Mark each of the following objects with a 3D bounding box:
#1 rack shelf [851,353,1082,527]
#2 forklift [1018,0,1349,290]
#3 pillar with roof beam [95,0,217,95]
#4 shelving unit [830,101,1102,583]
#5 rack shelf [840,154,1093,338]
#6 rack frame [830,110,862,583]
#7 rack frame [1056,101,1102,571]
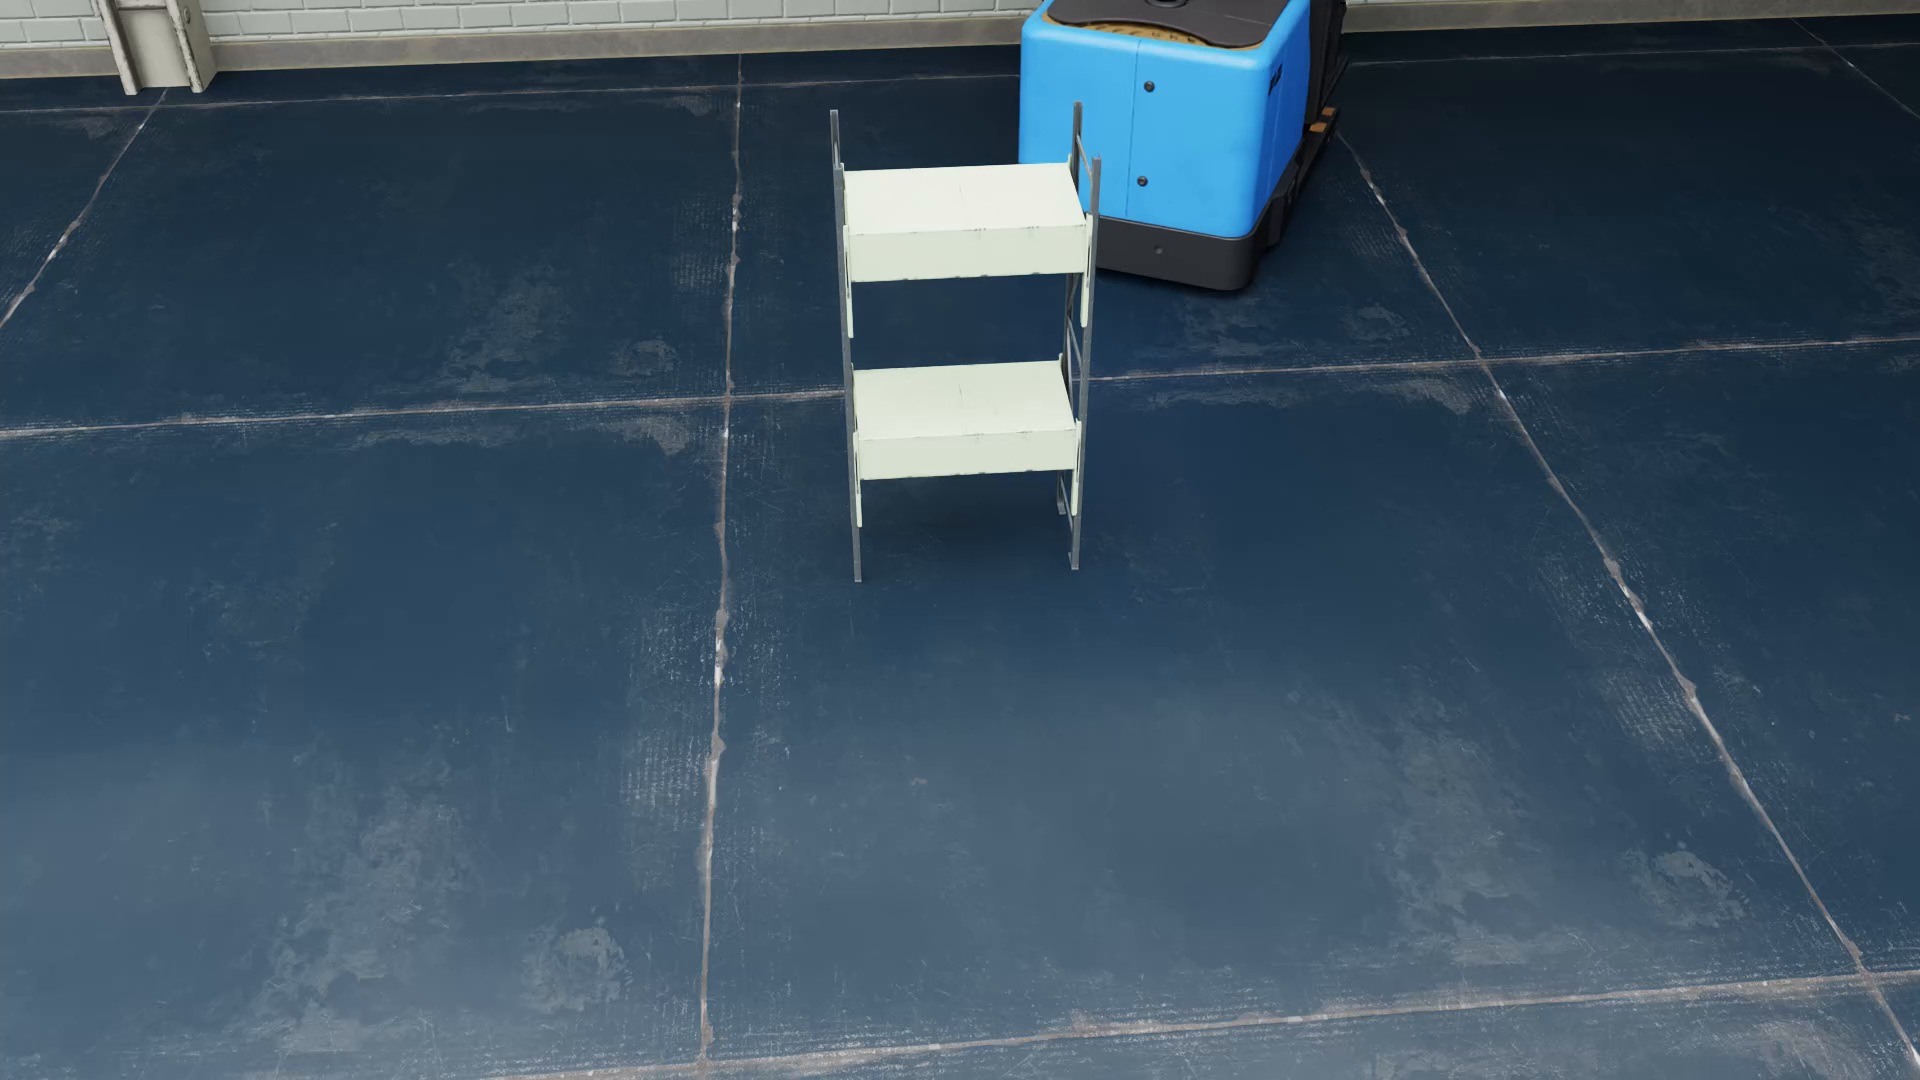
[{"bbox_3d":[0.007,-0.333,5.488,0.720,0.370,0.431,-3,38,-4],"label":"rack shelf"},{"bbox_3d":[1.243,-3.109,7.324,1.130,2.935,3.031,14,40,17],"label":"forklift"},{"bbox_3d":[-3.803,-3.313,2.684,0.400,9.000,9.100,-3,38,-4],"label":"pillar with roof beam"},{"bbox_3d":[0.007,-0.589,5.286,0.755,1.500,0.431,-3,38,-4],"label":"shelving unit"},{"bbox_3d":[0.007,-0.896,5.044,0.720,0.370,0.431,-3,38,-4],"label":"rack shelf"},{"bbox_3d":[-0.358,-0.569,5.260,0.023,1.500,0.400,-3,38,-4],"label":"rack frame"},{"bbox_3d":[0.371,-0.609,5.311,0.023,1.500,0.400,-3,38,-4],"label":"rack frame"}]
